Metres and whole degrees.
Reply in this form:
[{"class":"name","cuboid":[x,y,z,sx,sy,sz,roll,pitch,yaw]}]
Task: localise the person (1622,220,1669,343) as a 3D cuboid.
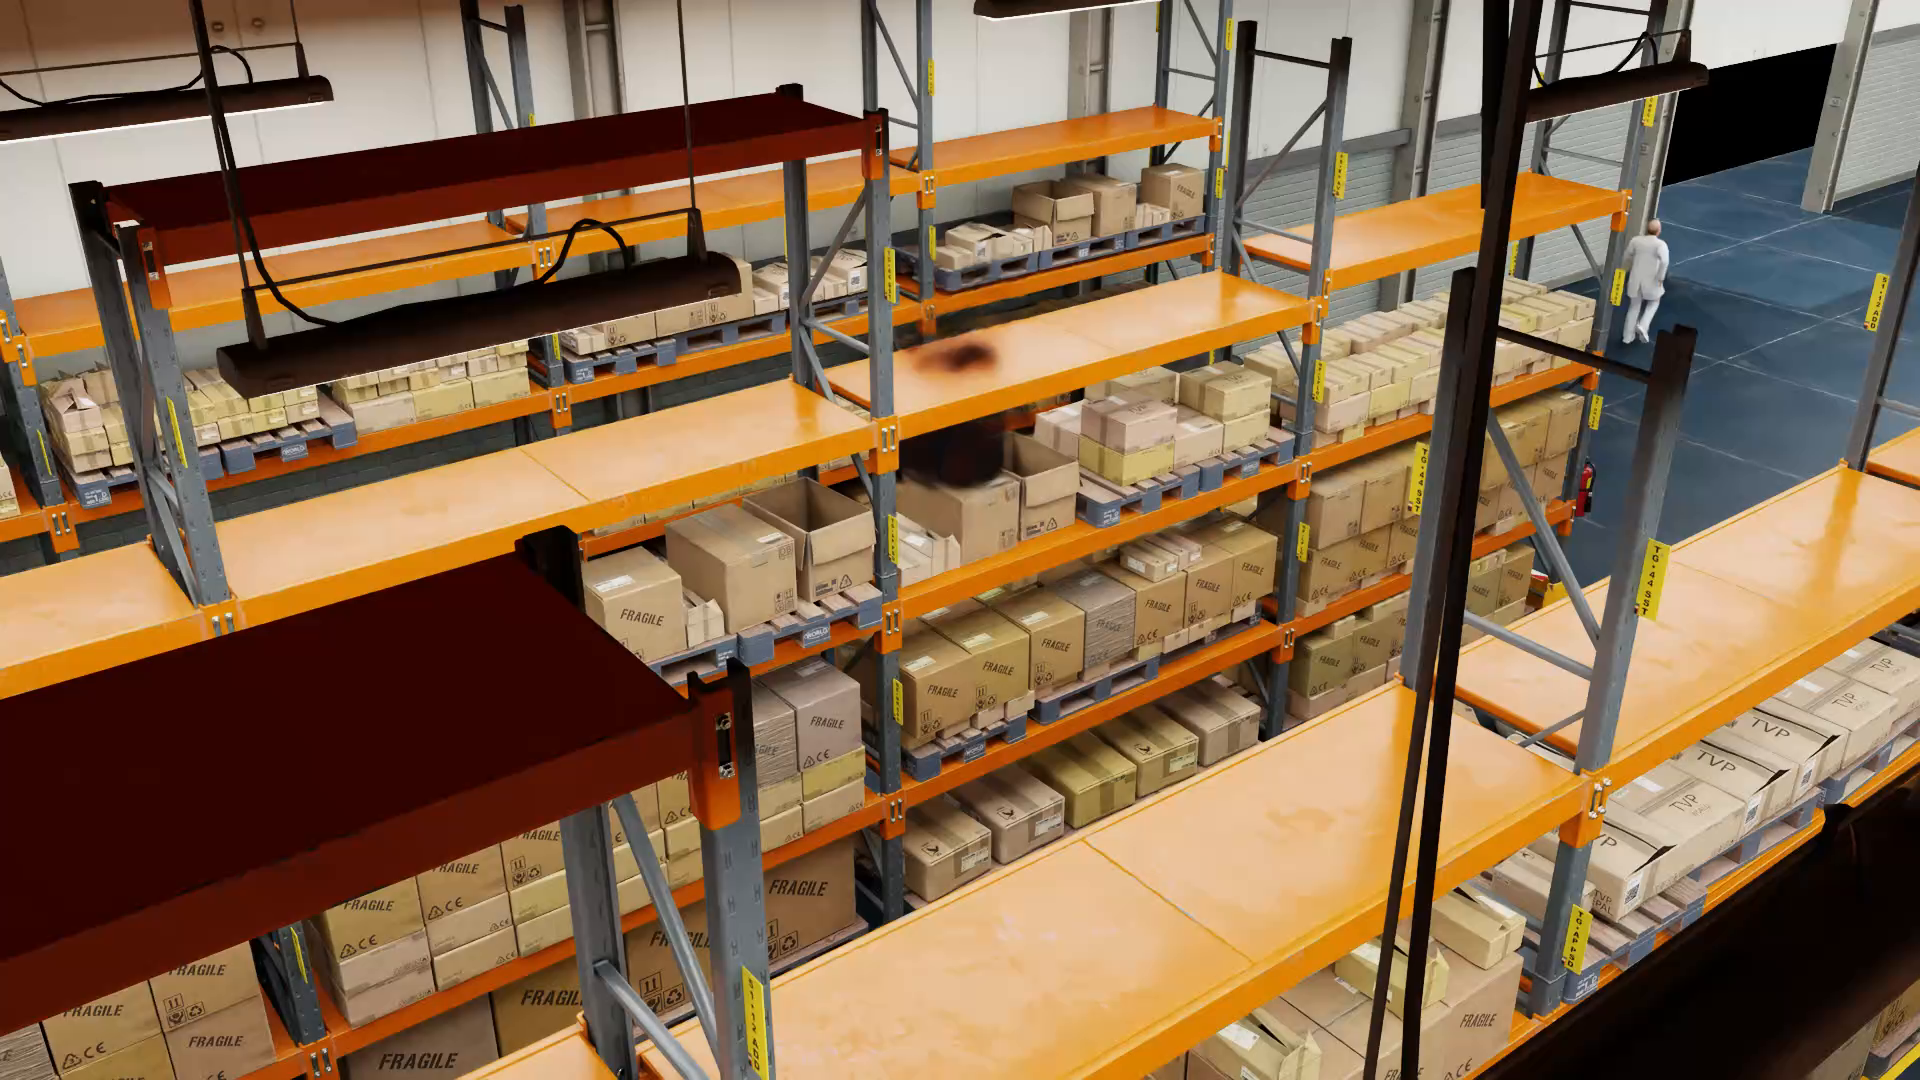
[{"class":"person","cuboid":[9.732,-3.665,23.614,0.693,1.792,0.766,20,33,35]}]
